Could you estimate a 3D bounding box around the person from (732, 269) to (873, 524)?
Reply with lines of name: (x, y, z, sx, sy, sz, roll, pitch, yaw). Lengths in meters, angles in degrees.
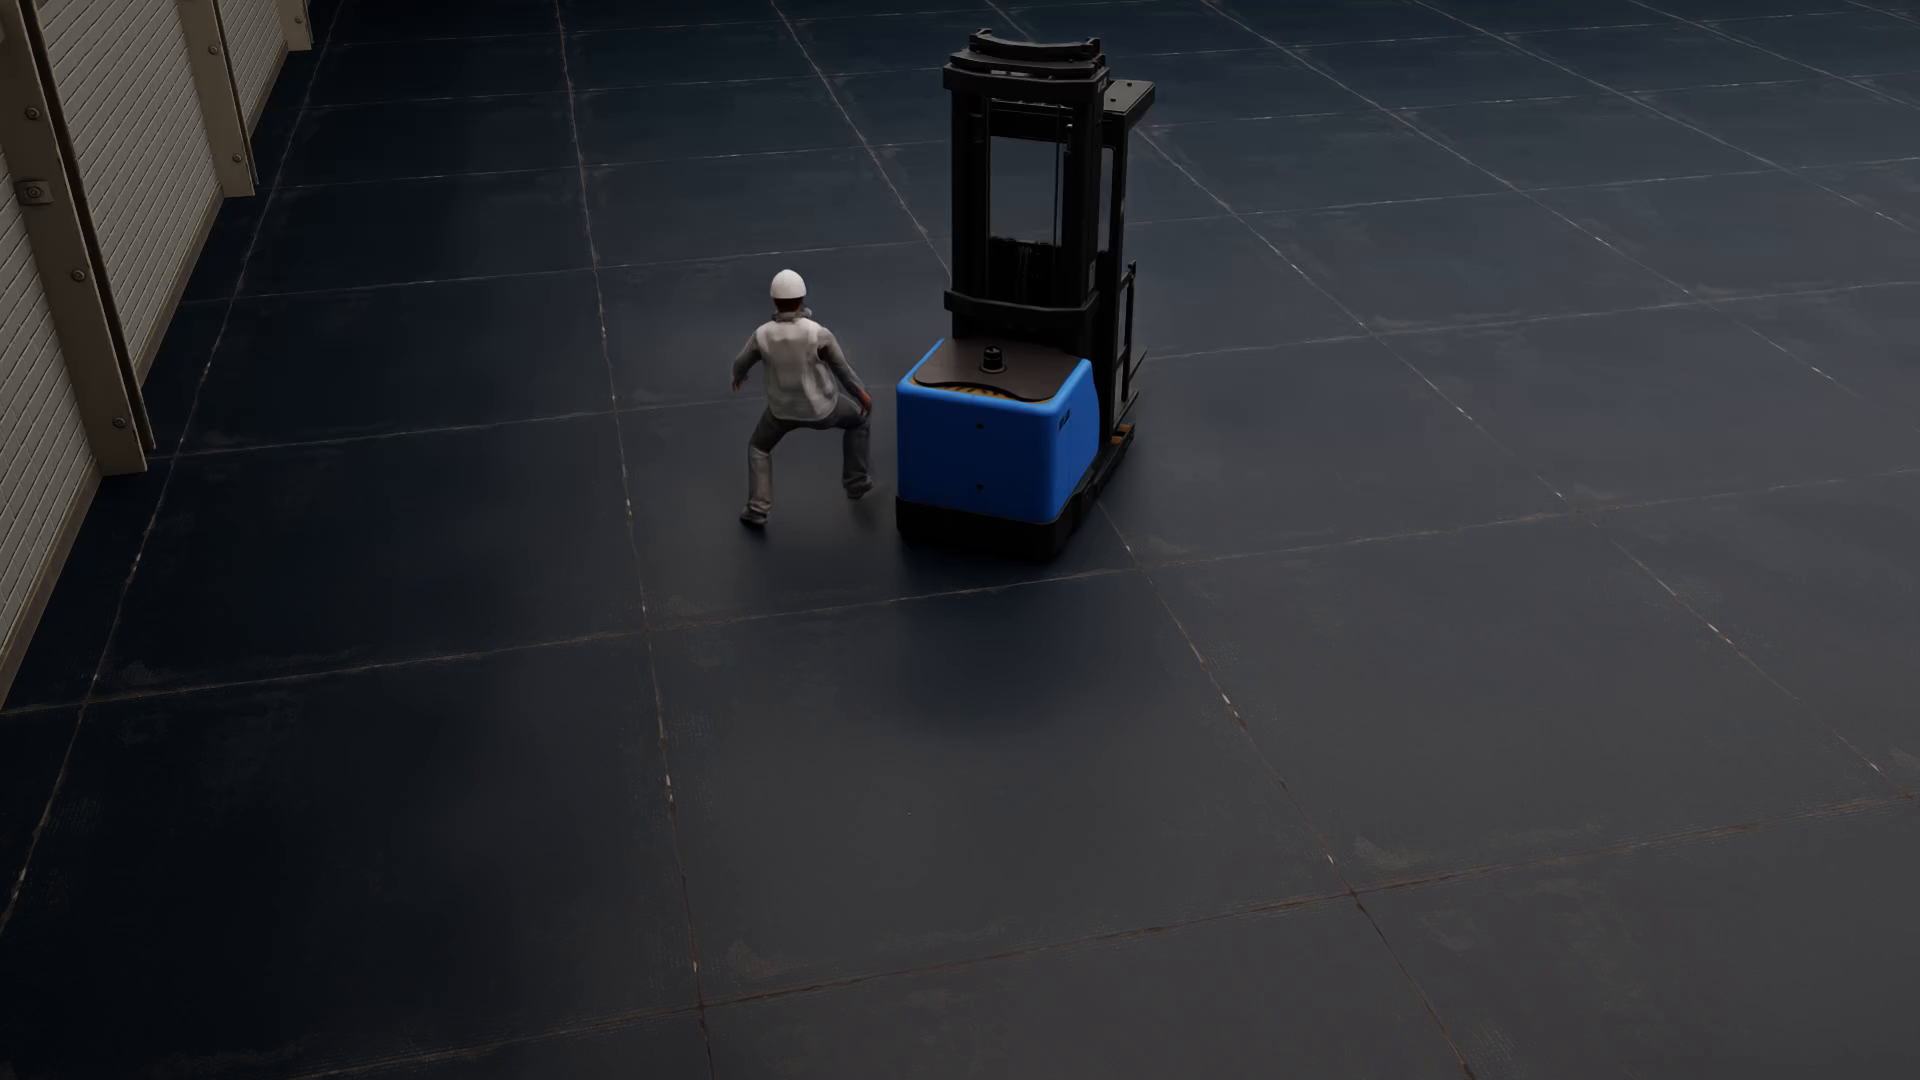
person: (-1.021, -0.918, 10.434, 0.937, 1.646, 0.677, 5, 30, 8)

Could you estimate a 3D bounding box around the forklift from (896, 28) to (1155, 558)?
forklift: (0.580, -1.882, 10.825, 1.130, 2.935, 3.031, 10, 32, 17)
